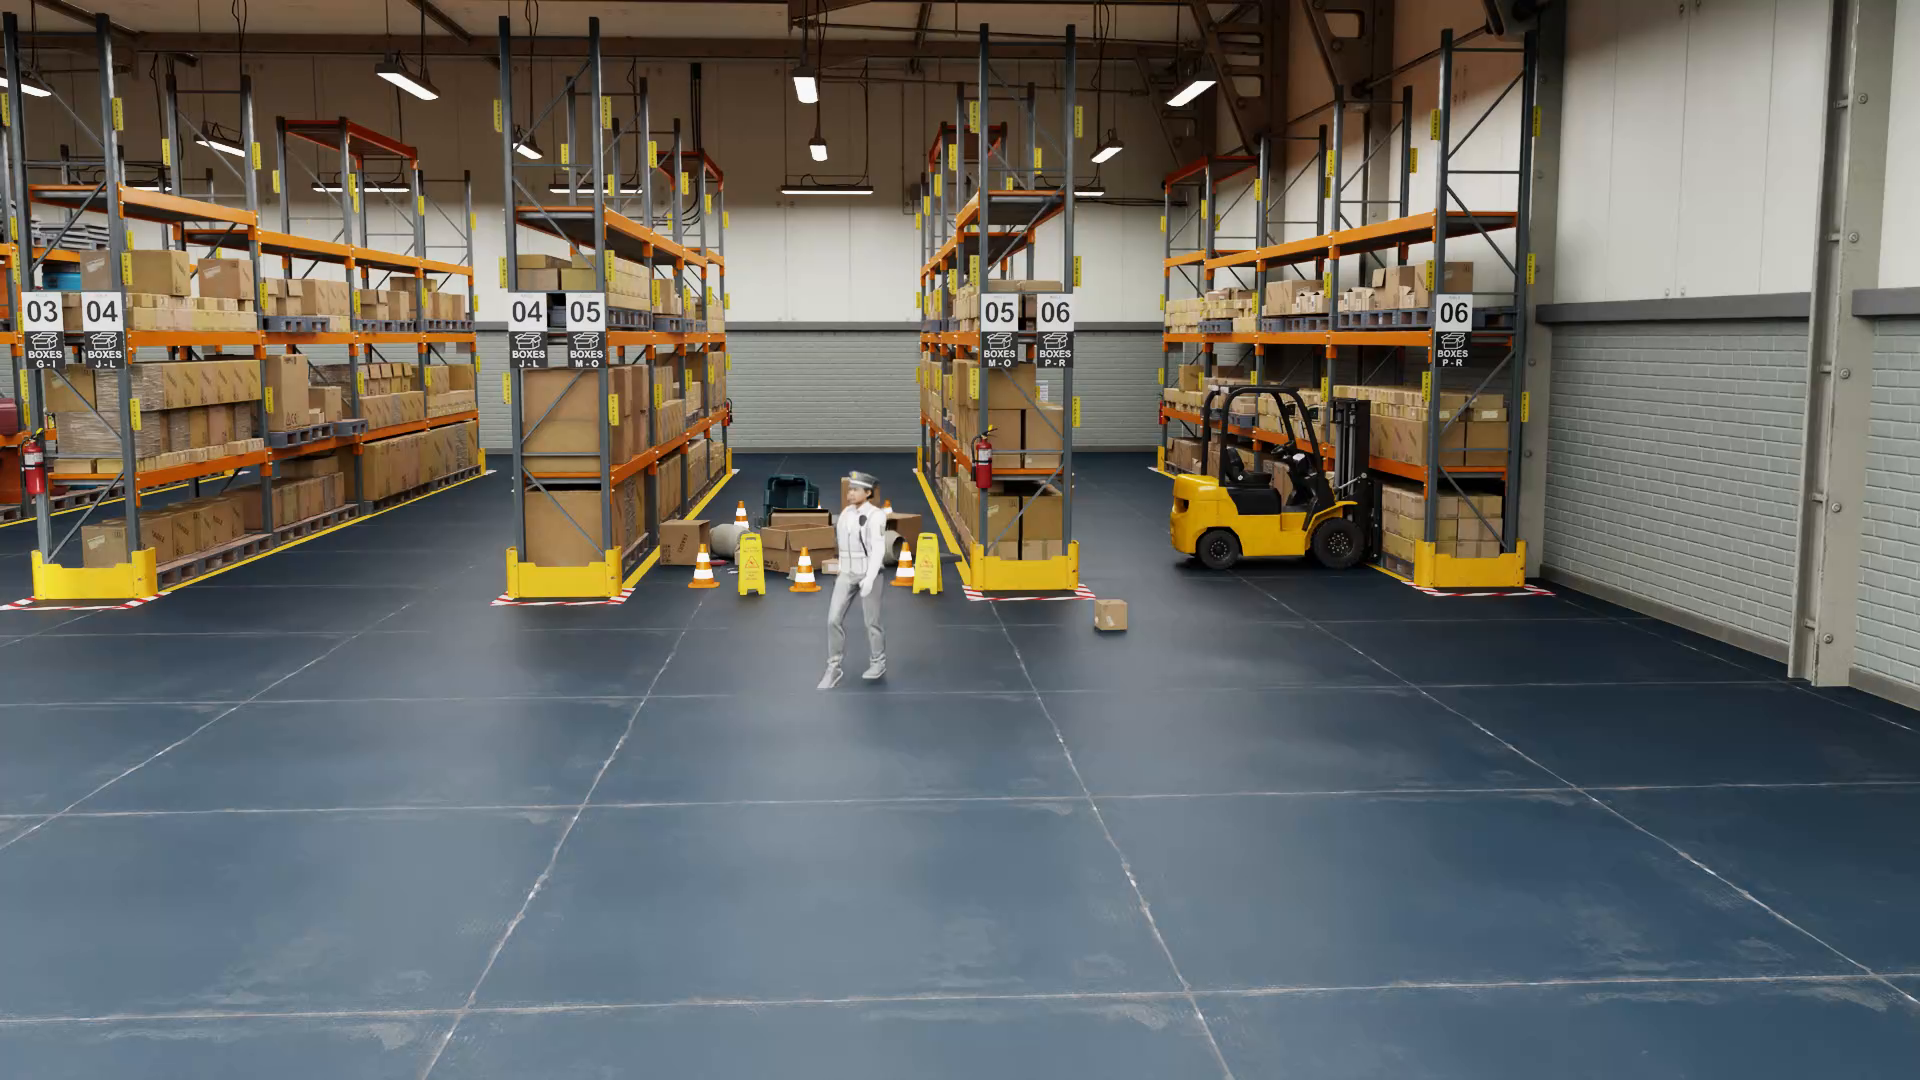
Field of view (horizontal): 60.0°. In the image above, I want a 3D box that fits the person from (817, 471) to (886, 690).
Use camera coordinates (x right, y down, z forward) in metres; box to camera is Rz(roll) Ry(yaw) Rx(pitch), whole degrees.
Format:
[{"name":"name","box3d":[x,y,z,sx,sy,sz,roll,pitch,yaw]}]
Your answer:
[{"name":"person","box3d":[-0.811,0.325,13.094,0.502,1.744,0.656,5,8,33]}]
